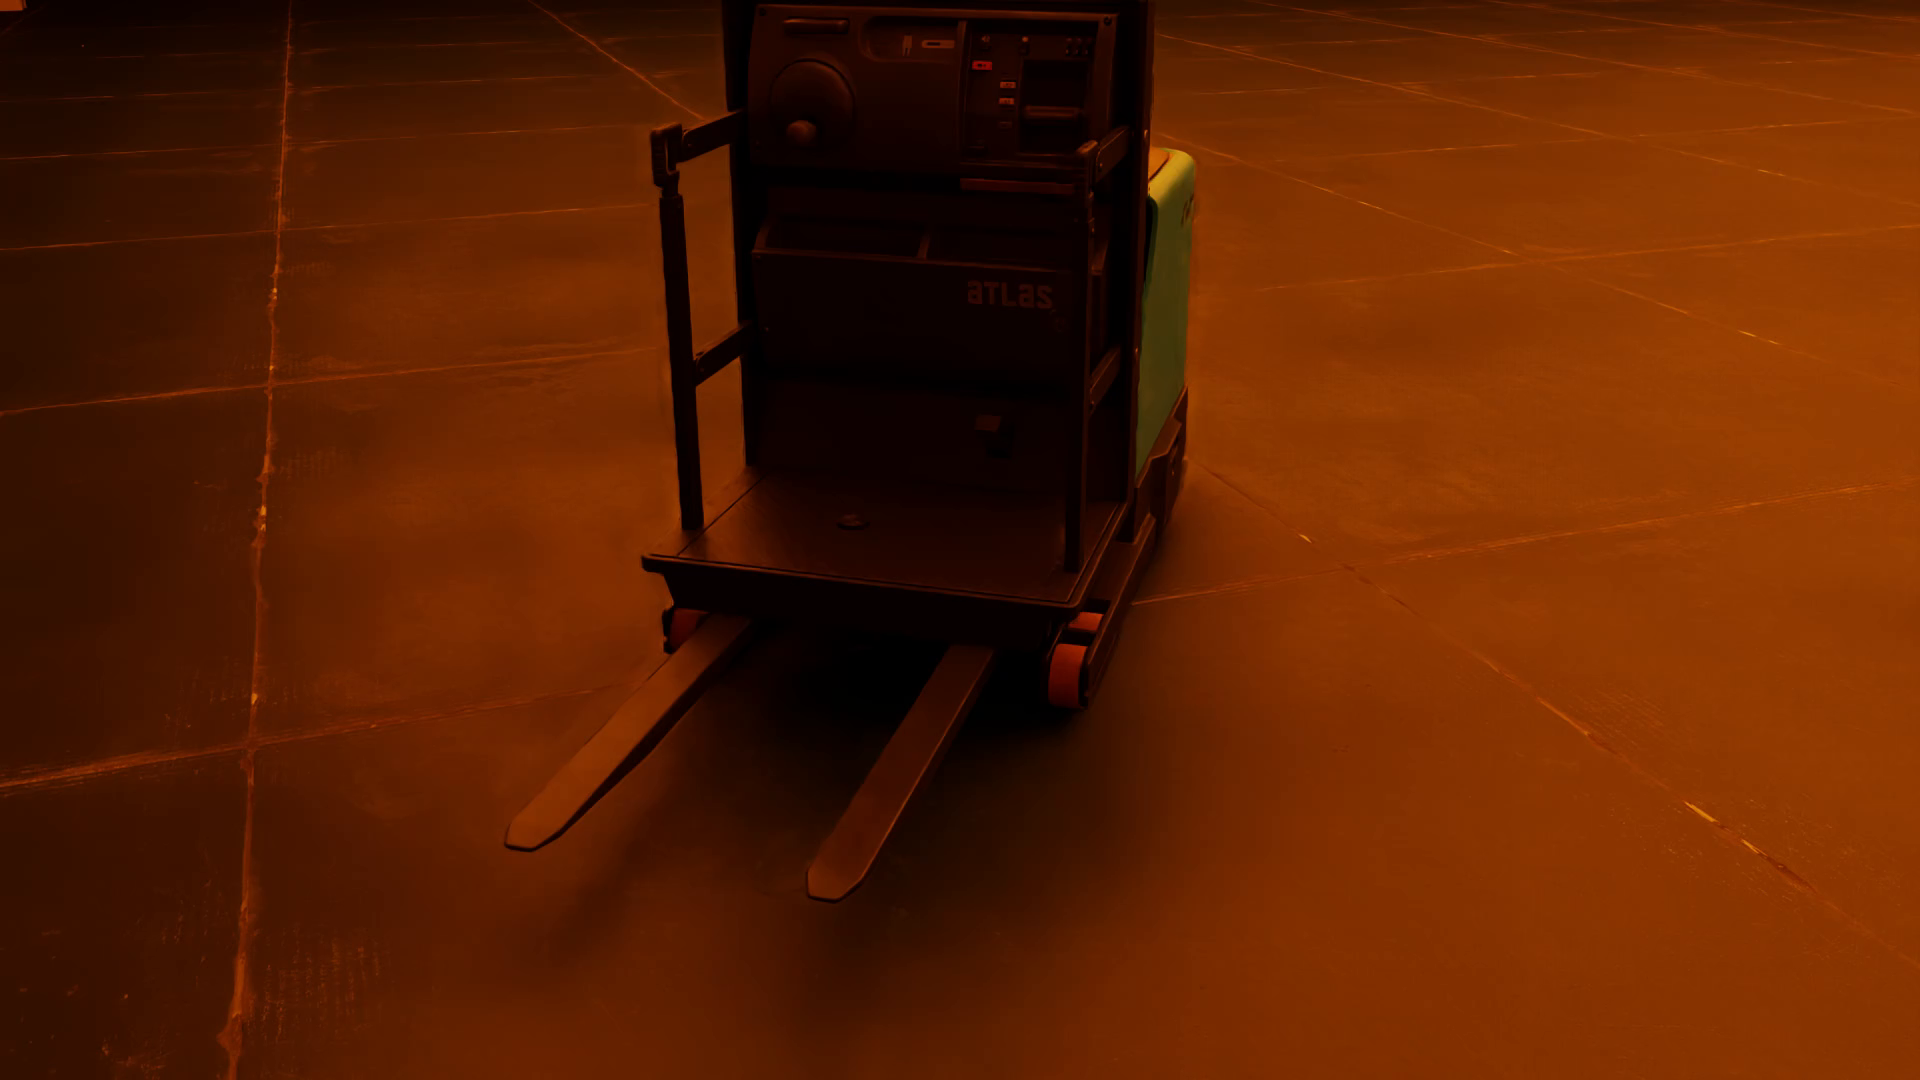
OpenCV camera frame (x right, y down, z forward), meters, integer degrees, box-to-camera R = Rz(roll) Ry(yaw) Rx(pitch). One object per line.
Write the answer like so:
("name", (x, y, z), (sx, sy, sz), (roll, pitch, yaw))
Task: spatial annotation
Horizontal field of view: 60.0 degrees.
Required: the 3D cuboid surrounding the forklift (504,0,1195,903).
("forklift", (-0.134, -1.100, 3.915), (1.130, 2.935, 3.031), (6, 24, 14))
